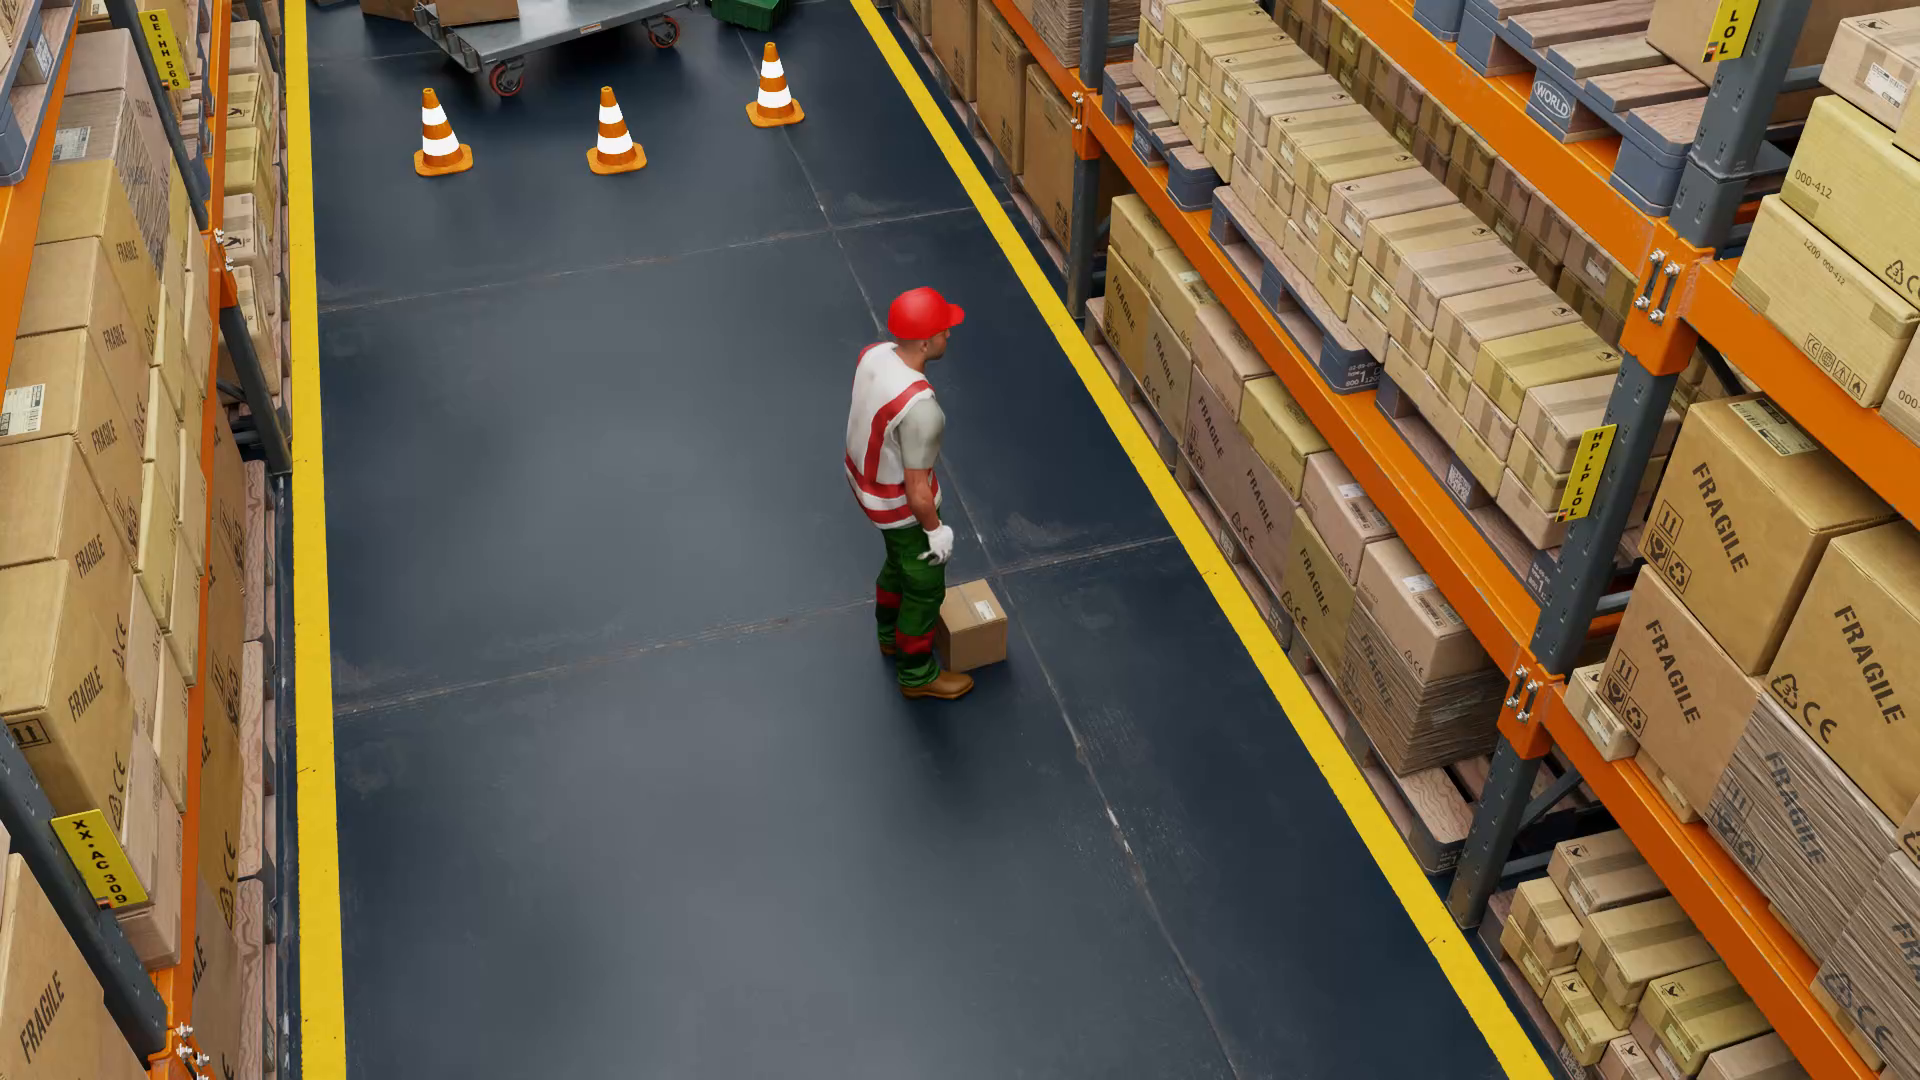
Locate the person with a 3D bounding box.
[{"bbox_3d":[-0.188,-0.171,6.340,0.451,1.778,0.612,-14,44,-15],"label":"person"}]
